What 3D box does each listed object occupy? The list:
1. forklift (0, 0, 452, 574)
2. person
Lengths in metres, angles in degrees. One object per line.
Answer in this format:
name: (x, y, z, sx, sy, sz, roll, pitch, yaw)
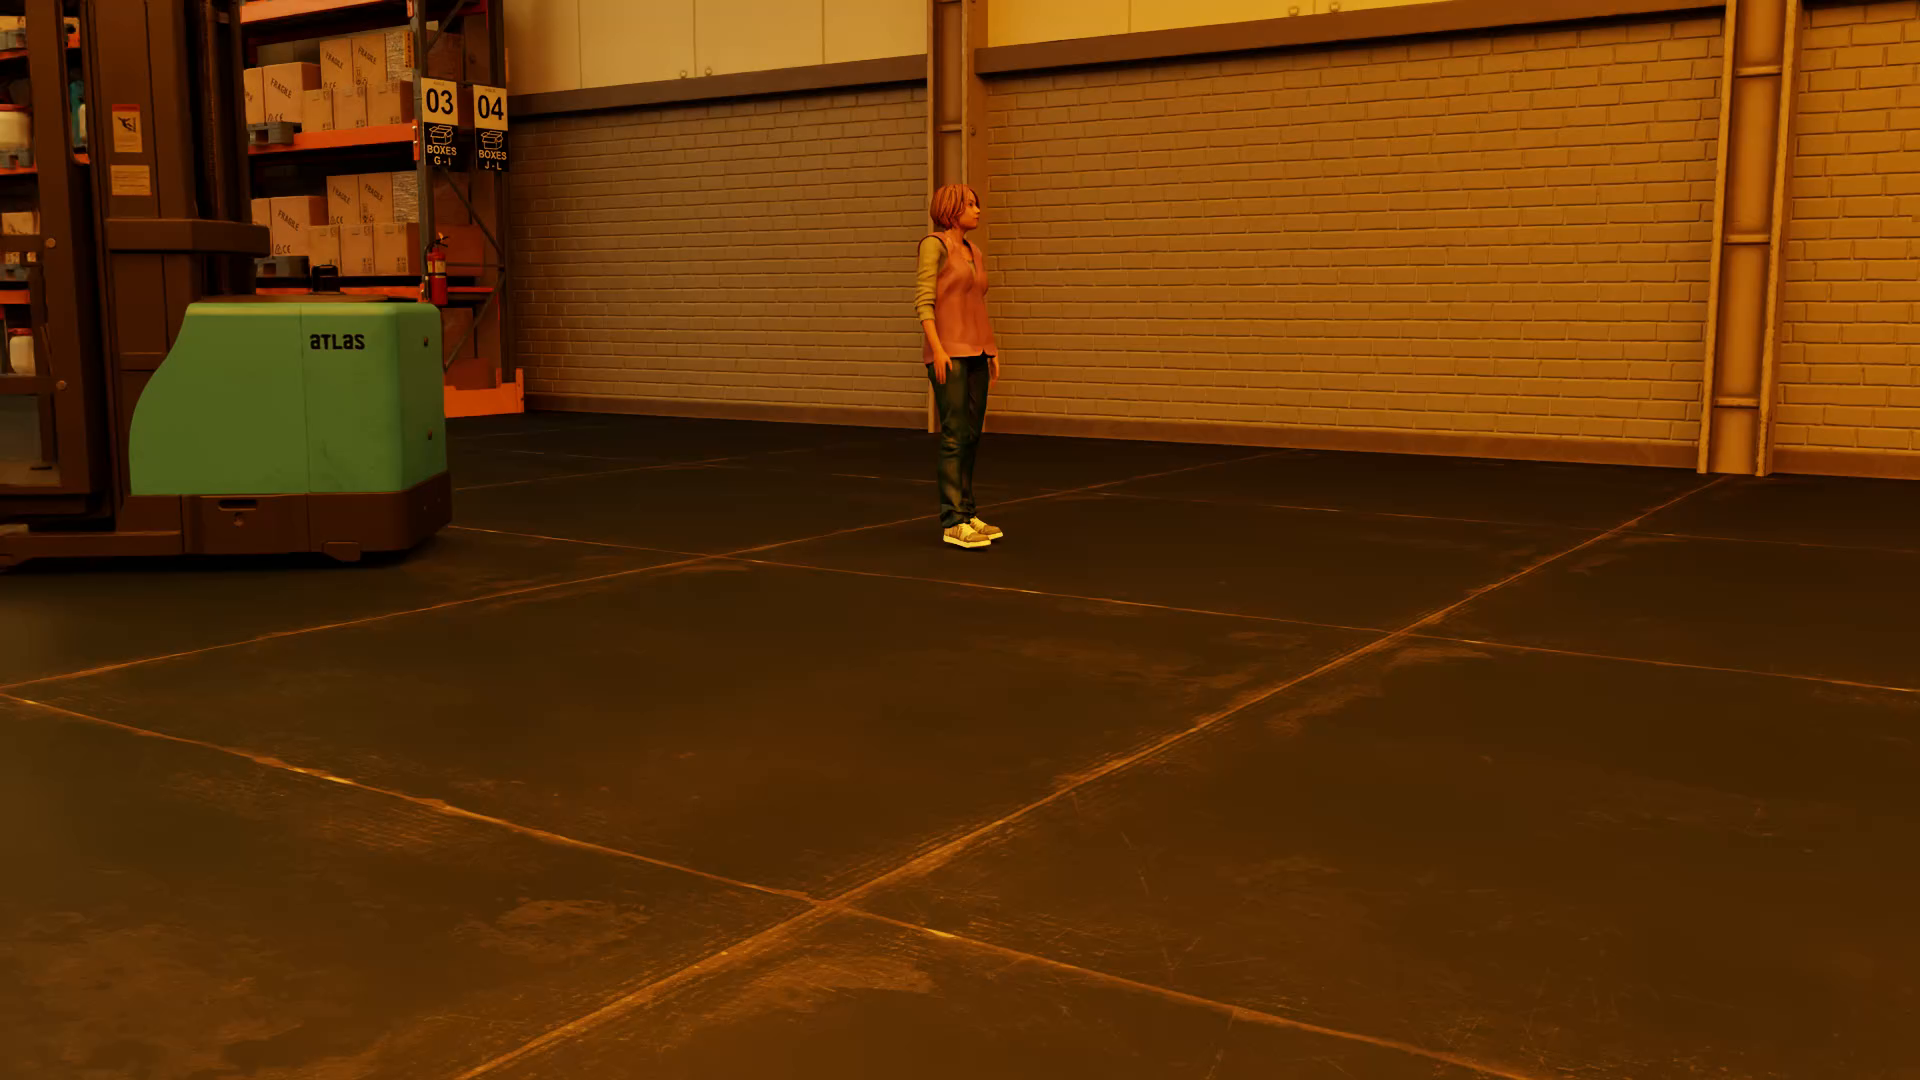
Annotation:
forklift: (-3.817, -1.386, 6.941, 3.031, 2.935, 1.130, -1, 8, -6)
person: (0.054, -0.790, 7.438, 0.473, 1.599, 0.521, 5, 10, 34)
